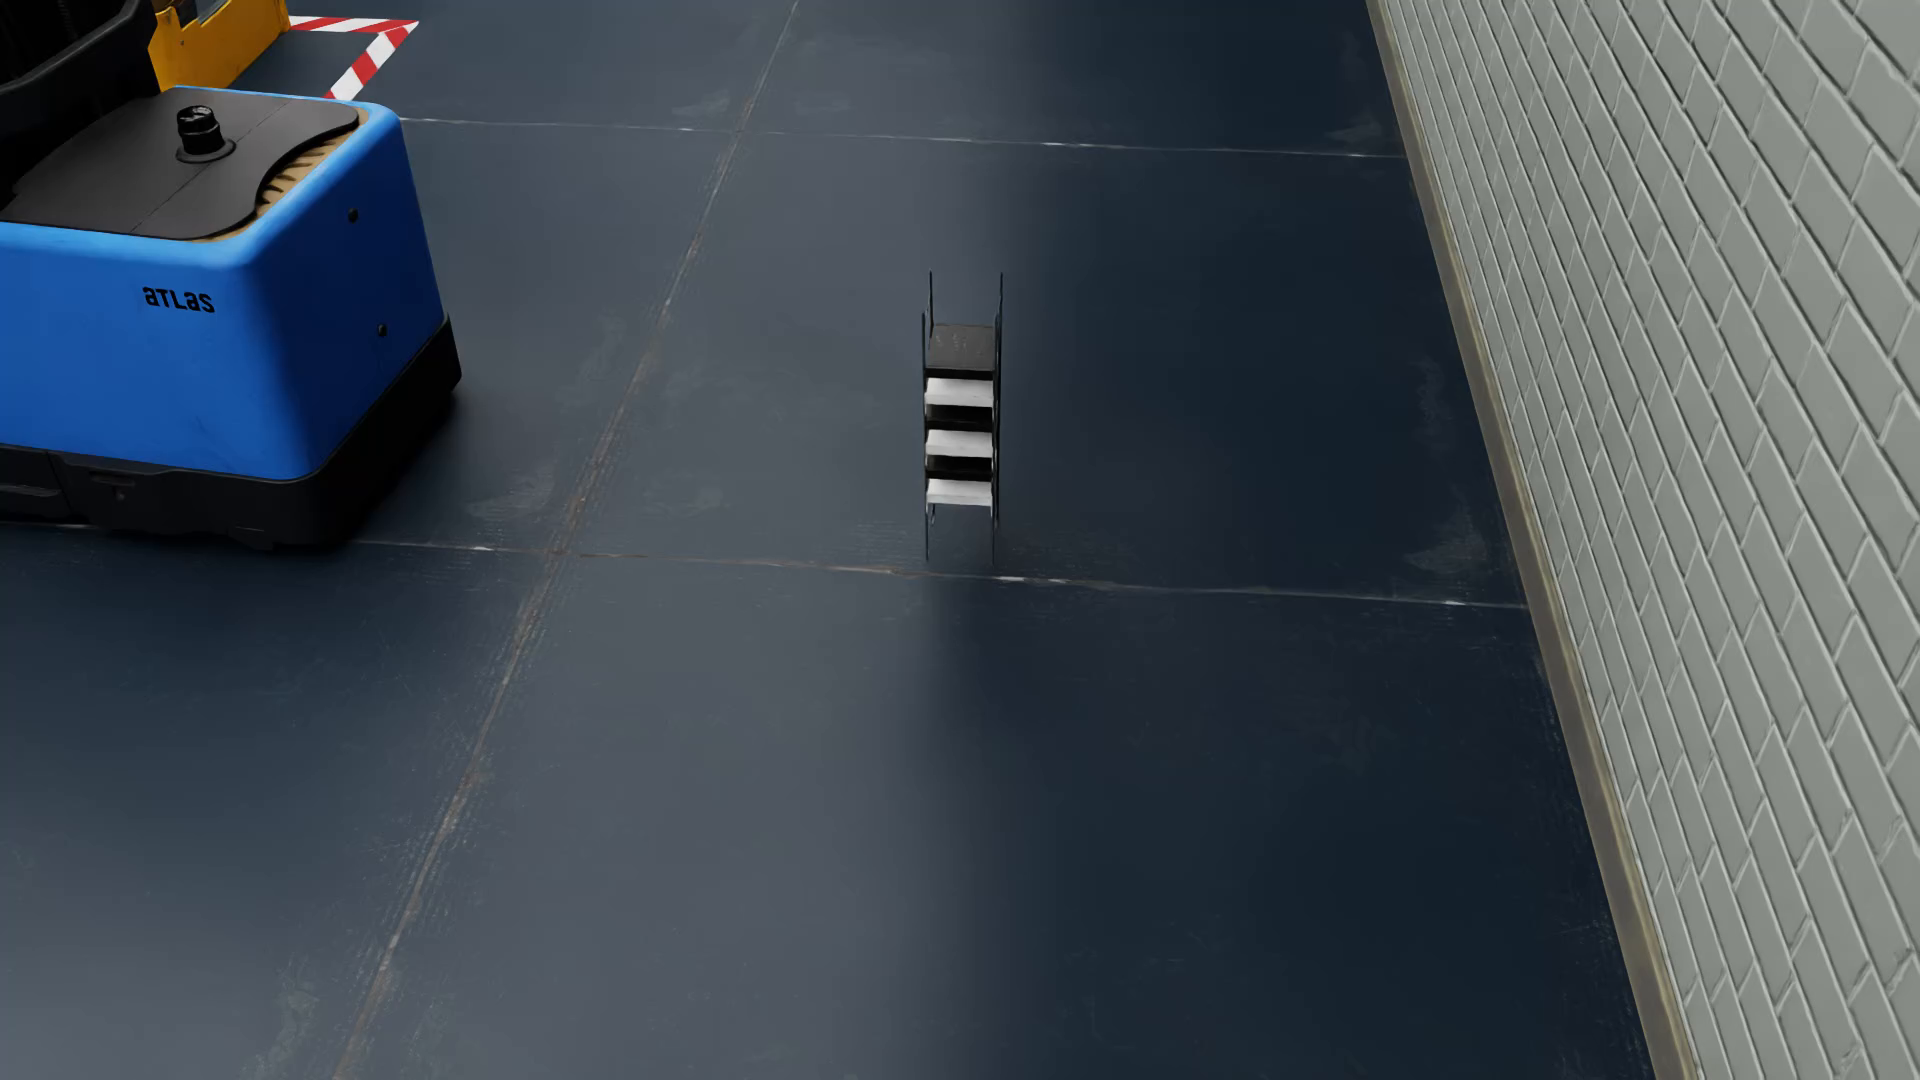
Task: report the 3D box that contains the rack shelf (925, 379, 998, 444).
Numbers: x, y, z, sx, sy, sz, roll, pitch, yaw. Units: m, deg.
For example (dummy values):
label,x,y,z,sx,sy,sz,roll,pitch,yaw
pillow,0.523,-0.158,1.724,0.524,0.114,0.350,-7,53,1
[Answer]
label,x,y,z,sx,sy,sz,roll,pitch,yaw
rack shelf,0.008,-0.392,4.930,0.200,0.077,0.258,3,39,4

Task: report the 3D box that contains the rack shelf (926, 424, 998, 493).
label,x,y,z,sx,sy,sz,roll,pitch,yaw
rack shelf,0.008,-0.253,5.043,0.200,0.077,0.258,3,39,4

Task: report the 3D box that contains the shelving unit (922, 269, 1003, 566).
label,x,y,z,sx,sy,sz,roll,pitch,yaw
shelving unit,0.008,-0.349,4.965,0.210,0.900,0.258,3,39,4

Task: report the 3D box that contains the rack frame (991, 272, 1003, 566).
label,x,y,z,sx,sy,sz,roll,pitch,yaw
rack frame,0.109,-0.343,4.959,0.006,0.900,0.240,3,39,4

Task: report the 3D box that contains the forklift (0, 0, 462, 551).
label,x,y,z,sx,sy,sz,roll,pitch,yaw
forklift,-3.320,-1.571,4.858,3.031,2.935,1.130,7,40,9

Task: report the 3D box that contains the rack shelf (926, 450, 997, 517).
label,x,y,z,sx,sy,sz,roll,pitch,yaw
rack shelf,0.008,-0.183,5.100,0.200,0.077,0.258,3,39,4

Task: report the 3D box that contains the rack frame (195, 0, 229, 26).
label,x,y,z,sx,sy,sz,roll,pitch,yaw
rack frame,-3.640,-3.446,7.108,0.127,3.000,1.000,3,39,4

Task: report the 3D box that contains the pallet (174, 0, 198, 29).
label,x,y,z,sx,sy,sz,roll,pitch,yaw
pallet,-4.444,-2.359,7.981,1.213,0.211,1.003,3,39,4

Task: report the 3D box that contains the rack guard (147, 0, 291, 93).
label,x,y,z,sx,sy,sz,roll,pitch,yaw
rack guard,-3.616,-2.475,7.895,0.348,0.500,1.175,3,39,4

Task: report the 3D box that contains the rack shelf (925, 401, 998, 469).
label,x,y,z,sx,sy,sz,roll,pitch,yaw
rack shelf,0.008,-0.323,4.986,0.200,0.077,0.258,3,39,4

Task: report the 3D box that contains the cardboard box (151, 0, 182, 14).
label,x,y,z,sx,sy,sz,roll,pitch,yaw
cardboard box,-4.285,-2.769,7.627,0.875,0.875,0.875,3,39,4

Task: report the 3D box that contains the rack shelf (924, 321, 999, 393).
label,x,y,z,sx,sy,sz,roll,pitch,yaw
rack shelf,0.008,-0.532,4.816,0.200,0.077,0.258,3,39,4

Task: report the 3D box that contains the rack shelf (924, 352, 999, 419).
label,x,y,z,sx,sy,sz,roll,pitch,yaw
rack shelf,0.008,-0.462,4.873,0.200,0.077,0.258,3,39,4

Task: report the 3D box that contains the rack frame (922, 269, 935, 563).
label,x,y,z,sx,sy,sz,roll,pitch,yaw
rack frame,-0.093,-0.354,4.972,0.006,0.900,0.240,3,39,4
